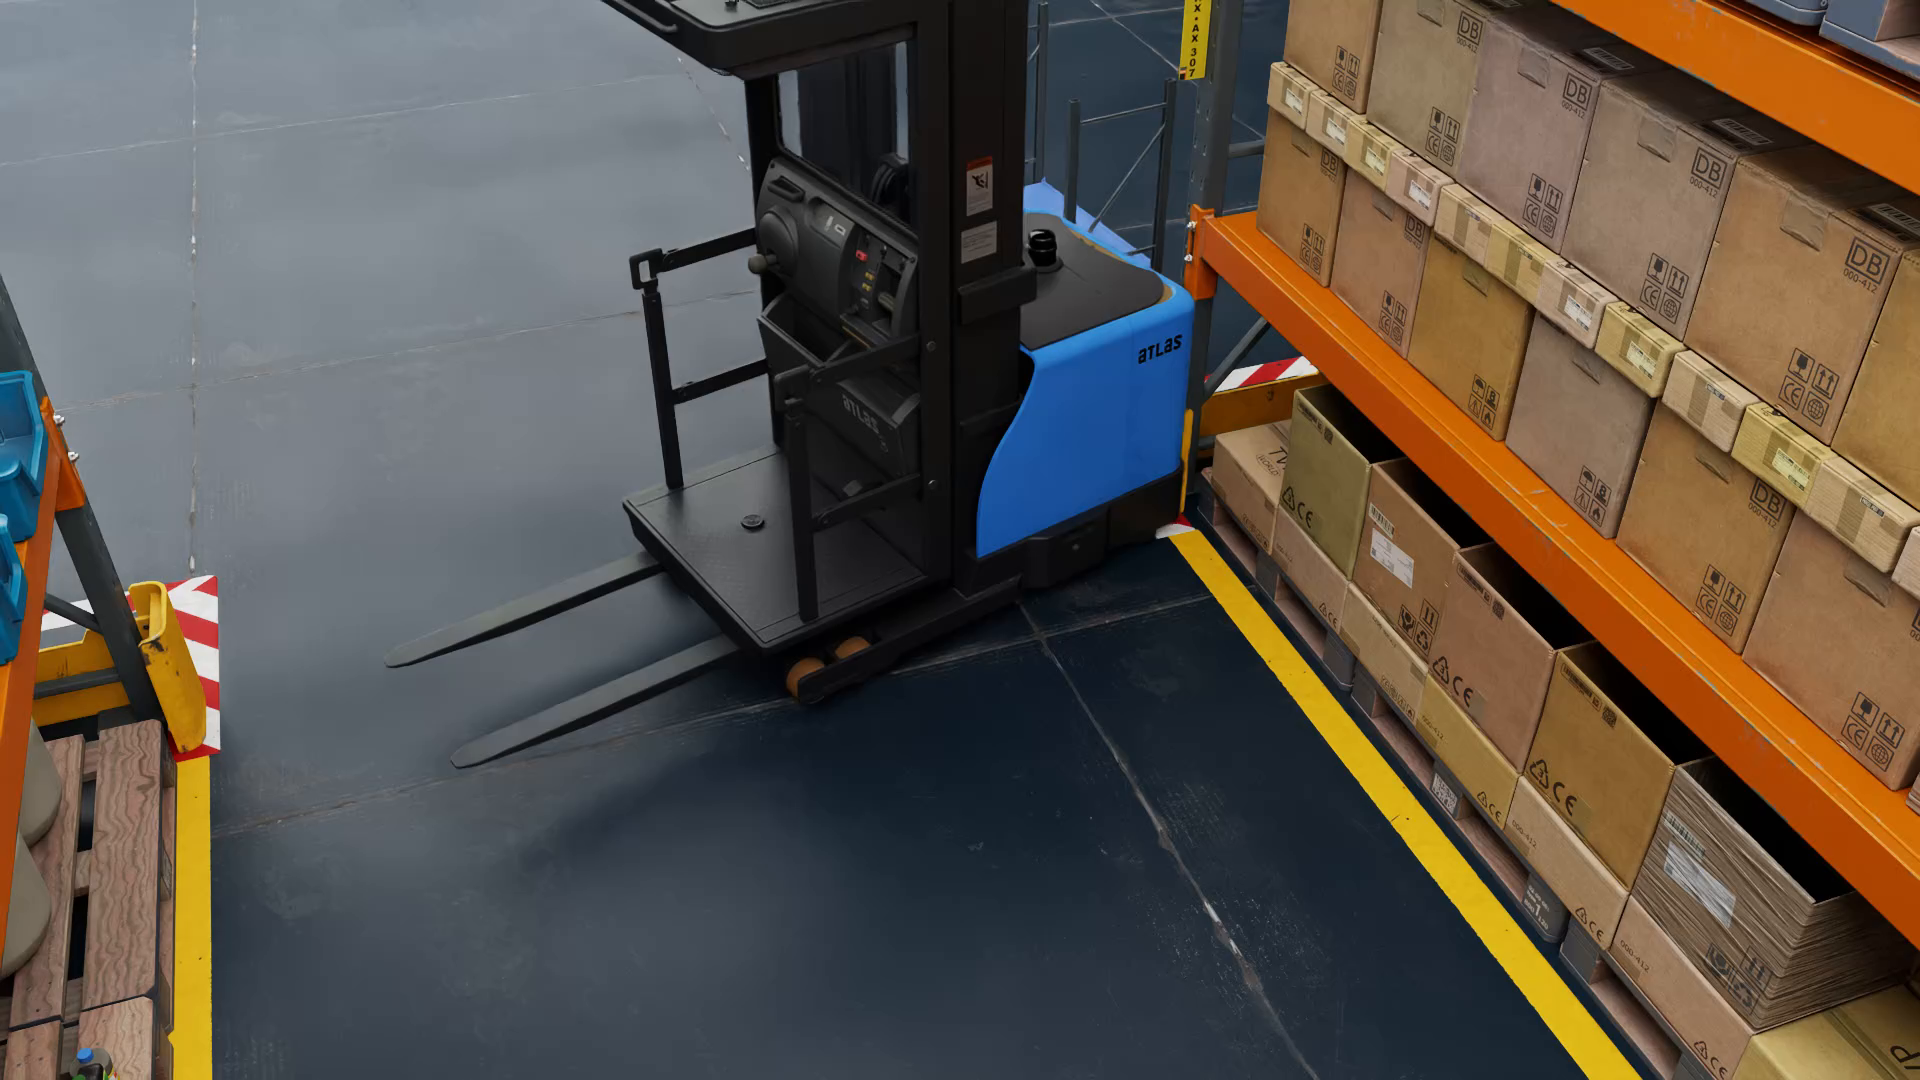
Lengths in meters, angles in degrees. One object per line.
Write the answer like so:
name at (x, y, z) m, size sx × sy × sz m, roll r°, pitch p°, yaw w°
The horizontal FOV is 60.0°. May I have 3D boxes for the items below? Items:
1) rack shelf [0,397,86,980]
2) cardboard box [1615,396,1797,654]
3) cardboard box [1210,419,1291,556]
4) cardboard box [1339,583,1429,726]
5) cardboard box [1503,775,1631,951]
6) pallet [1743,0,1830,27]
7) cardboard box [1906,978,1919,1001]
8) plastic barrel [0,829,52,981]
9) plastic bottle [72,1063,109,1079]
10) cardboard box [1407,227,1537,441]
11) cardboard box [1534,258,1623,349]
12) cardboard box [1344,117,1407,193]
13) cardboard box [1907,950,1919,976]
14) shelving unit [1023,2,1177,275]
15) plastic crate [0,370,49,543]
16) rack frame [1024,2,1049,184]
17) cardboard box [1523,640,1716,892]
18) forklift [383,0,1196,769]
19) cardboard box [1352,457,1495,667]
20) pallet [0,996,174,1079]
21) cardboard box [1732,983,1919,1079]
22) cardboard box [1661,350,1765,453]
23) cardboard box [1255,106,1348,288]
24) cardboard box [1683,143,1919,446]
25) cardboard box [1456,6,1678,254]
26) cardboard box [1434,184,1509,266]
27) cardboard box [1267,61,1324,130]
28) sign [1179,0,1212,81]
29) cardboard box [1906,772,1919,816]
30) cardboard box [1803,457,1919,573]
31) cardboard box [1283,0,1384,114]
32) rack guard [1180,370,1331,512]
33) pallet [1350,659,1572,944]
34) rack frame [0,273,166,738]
rack shelf at (-2.616, 0.934, 3.615) m, size 1.077 × 0.370 × 4.000 m, roll -12°, pitch 39°, yaw -16°
cardboard box at (2.209, -0.117, 4.329) m, size 0.700 × 0.500 × 0.500 m, roll -12°, pitch 39°, yaw -15°
cardboard box at (1.324, -0.227, 6.495) m, size 0.500 × 0.250 × 0.500 m, roll -12°, pitch 39°, yaw -16°
cardboard box at (1.671, 0.337, 5.746) m, size 0.500 × 0.250 × 0.500 m, roll -12°, pitch 39°, yaw -16°
cardboard box at (2.011, 0.903, 4.995) m, size 0.500 × 0.250 × 0.500 m, roll -12°, pitch 39°, yaw -16°
pallet at (1.991, -1.574, 3.928) m, size 1.003 × 0.211 × 1.213 m, roll -12°, pitch 39°, yaw -16°
cardboard box at (2.850, 1.359, 4.389) m, size 0.500 × 0.250 × 0.500 m, roll -12°, pitch 39°, yaw -16°
plastic barrel at (-2.833, 0.982, 4.672) m, size 0.421 × 0.512 × 0.421 m, roll 0°, pitch 37°, yaw 0°
plastic bottle at (-2.203, 1.435, 4.244) m, size 0.061 × 0.283 × 0.133 m, roll -12°, pitch 38°, yaw -15°
cardboard box at (1.847, -0.703, 5.107) m, size 0.700 × 0.500 × 0.500 m, roll -12°, pitch 39°, yaw -16°
cardboard box at (1.809, -0.671, 4.526) m, size 0.380 × 0.149 × 0.250 m, roll -12°, pitch 39°, yaw -16°
cardboard box at (1.459, -1.250, 5.294) m, size 0.380 × 0.149 × 0.250 m, roll -12°, pitch 39°, yaw -16°
cardboard box at (2.679, 0.776, 4.539) m, size 0.500 × 0.500 × 0.500 m, roll -12°, pitch 39°, yaw -16°
shelving unit at (0.412, -1.470, 7.455) m, size 0.538 × 1.500 × 1.048 m, roll -18°, pitch 41°, yaw -22°
plastic crate at (-2.851, -0.203, 4.650) m, size 0.499 × 0.251 × 0.616 m, roll -12°, pitch 39°, yaw -16°
rack frame at (0.172, -1.739, 7.812) m, size 0.500 × 1.500 × 0.032 m, roll -18°, pitch 41°, yaw -22°
cardboard box at (2.023, 0.601, 4.773) m, size 0.500 × 0.500 × 0.500 m, roll -12°, pitch 39°, yaw -16°
forklift at (-0.599, -0.945, 5.568) m, size 3.031 × 2.935 × 1.130 m, roll -23°, pitch 43°, yaw -28°
cardboard box at (1.682, 0.035, 5.523) m, size 0.500 × 0.500 × 0.500 m, roll -12°, pitch 39°, yaw -16°
pallet at (-2.543, 1.812, 4.169) m, size 1.003 × 0.211 × 1.213 m, roll -12°, pitch 39°, yaw -16°
cardboard box at (2.360, 1.467, 4.246) m, size 0.500 × 0.250 × 0.500 m, roll -12°, pitch 39°, yaw -16°
cardboard box at (1.994, -0.373, 4.130) m, size 0.380 × 0.149 × 0.250 m, roll -11°, pitch 38°, yaw -15°
cardboard box at (1.497, -1.280, 5.874) m, size 0.700 × 0.500 × 0.500 m, roll -12°, pitch 39°, yaw -16°
cardboard box at (2.219, -0.623, 3.922) m, size 0.700 × 0.500 × 0.500 m, roll -12°, pitch 39°, yaw -16°
cardboard box at (1.875, -1.188, 4.673) m, size 0.700 × 0.500 × 0.500 m, roll -12°, pitch 39°, yaw -16°
cardboard box at (1.638, -0.957, 4.905) m, size 0.380 × 0.149 × 0.250 m, roll -14°, pitch 39°, yaw -17°
cardboard box at (1.281, -1.540, 5.679) m, size 0.380 × 0.149 × 0.250 m, roll -13°, pitch 39°, yaw -16°
sign at (0.825, -1.773, 5.825) m, size 0.100 × 0.325 × 0.005 m, roll -12°, pitch 39°, yaw -16°
cardboard box at (2.566, 0.464, 3.558) m, size 0.700 × 0.500 × 0.500 m, roll -13°, pitch 39°, yaw -17°
cardboard box at (2.163, -0.091, 3.756) m, size 0.380 × 0.149 × 0.250 m, roll -13°, pitch 39°, yaw -16°
cardboard box at (1.515, -1.769, 5.444) m, size 0.700 × 0.500 × 0.500 m, roll -12°, pitch 39°, yaw -16°
rack guard at (1.340, -0.522, 7.027) m, size 1.175 × 0.500 × 0.348 m, roll -12°, pitch 39°, yaw -16°
pallet at (2.067, 0.718, 5.621) m, size 1.003 × 0.211 × 1.213 m, roll -12°, pitch 39°, yaw -16°
rack frame at (-3.304, -0.483, 4.899) m, size 1.000 × 3.000 × 0.127 m, roll -12°, pitch 39°, yaw -16°
